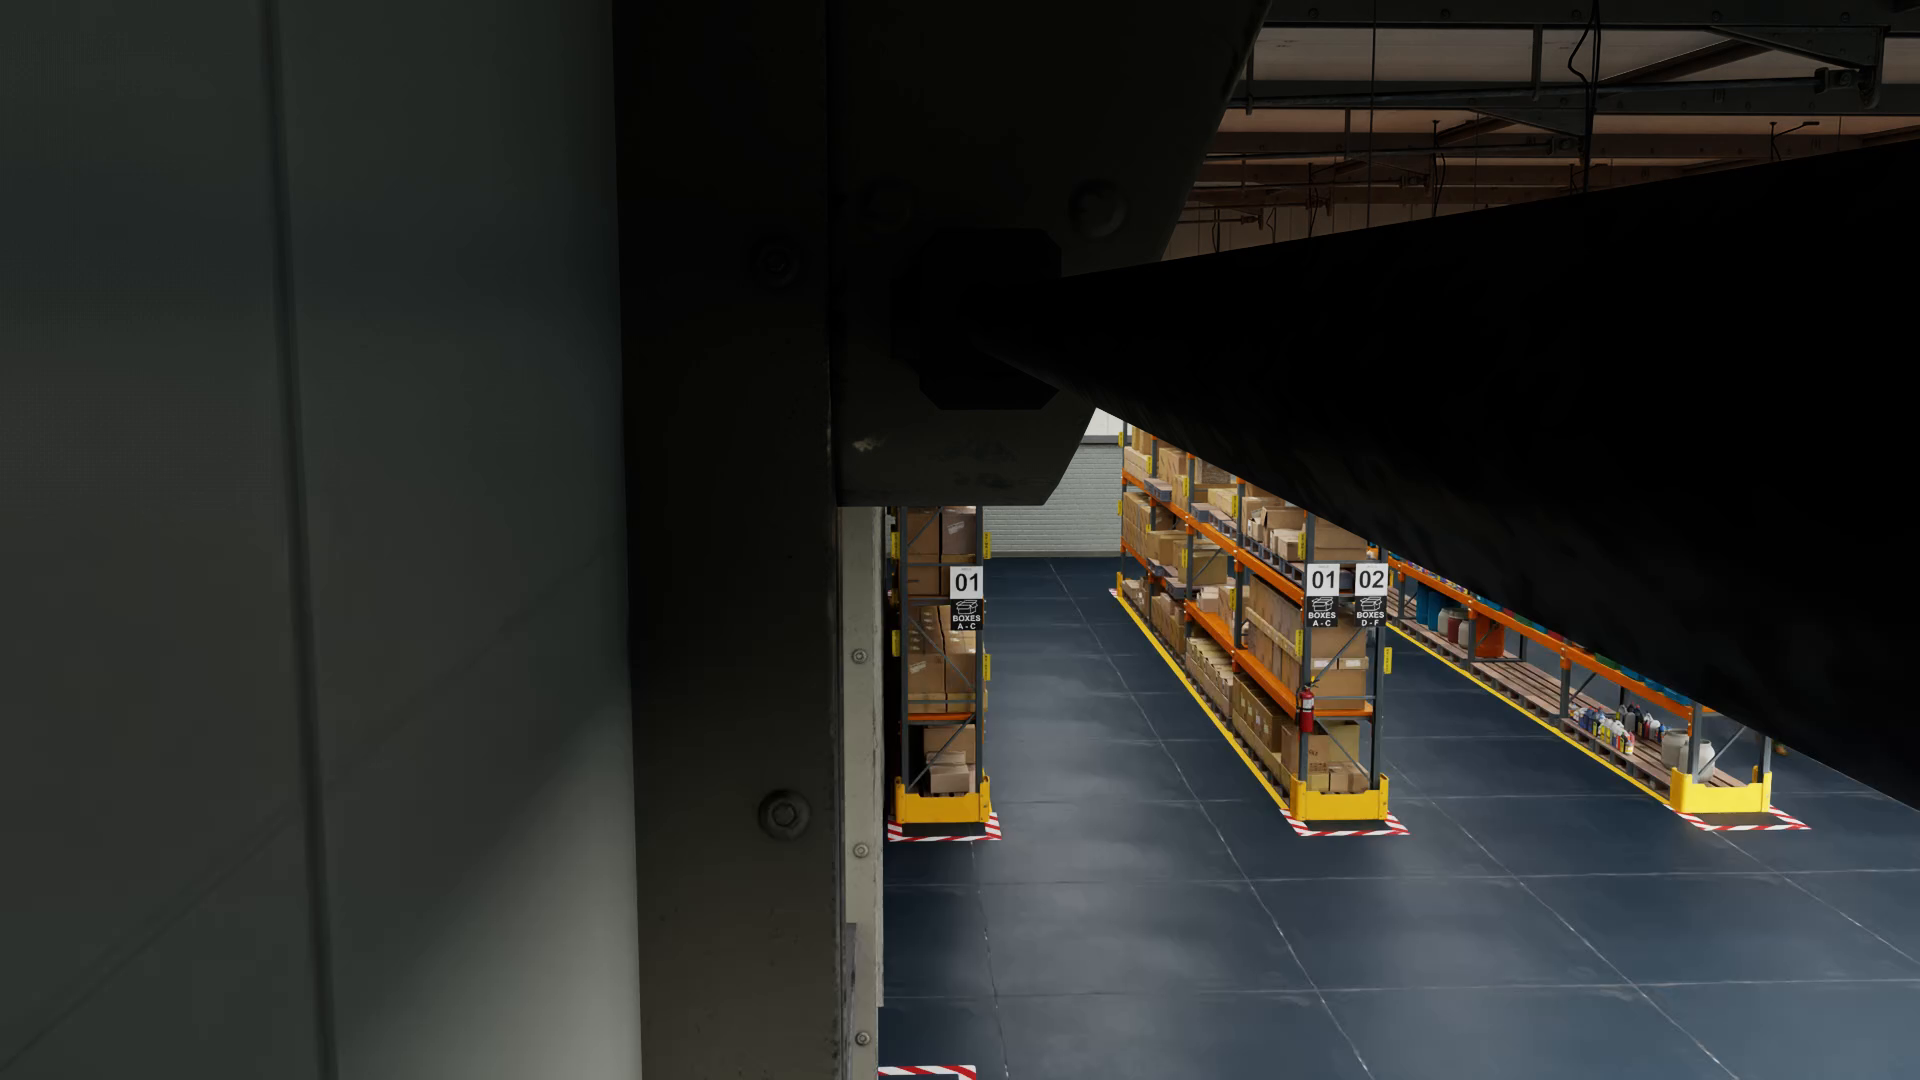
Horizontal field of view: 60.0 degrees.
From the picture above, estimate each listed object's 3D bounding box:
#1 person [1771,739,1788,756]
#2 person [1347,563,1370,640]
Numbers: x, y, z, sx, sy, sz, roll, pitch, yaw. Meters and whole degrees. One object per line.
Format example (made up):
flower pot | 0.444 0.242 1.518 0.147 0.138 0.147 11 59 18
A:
person | 11.745 2.129 23.741 0.599 1.807 0.666 -2 8 -11
person | 7.638 1.030 31.561 0.602 1.766 0.467 -7 11 -42
